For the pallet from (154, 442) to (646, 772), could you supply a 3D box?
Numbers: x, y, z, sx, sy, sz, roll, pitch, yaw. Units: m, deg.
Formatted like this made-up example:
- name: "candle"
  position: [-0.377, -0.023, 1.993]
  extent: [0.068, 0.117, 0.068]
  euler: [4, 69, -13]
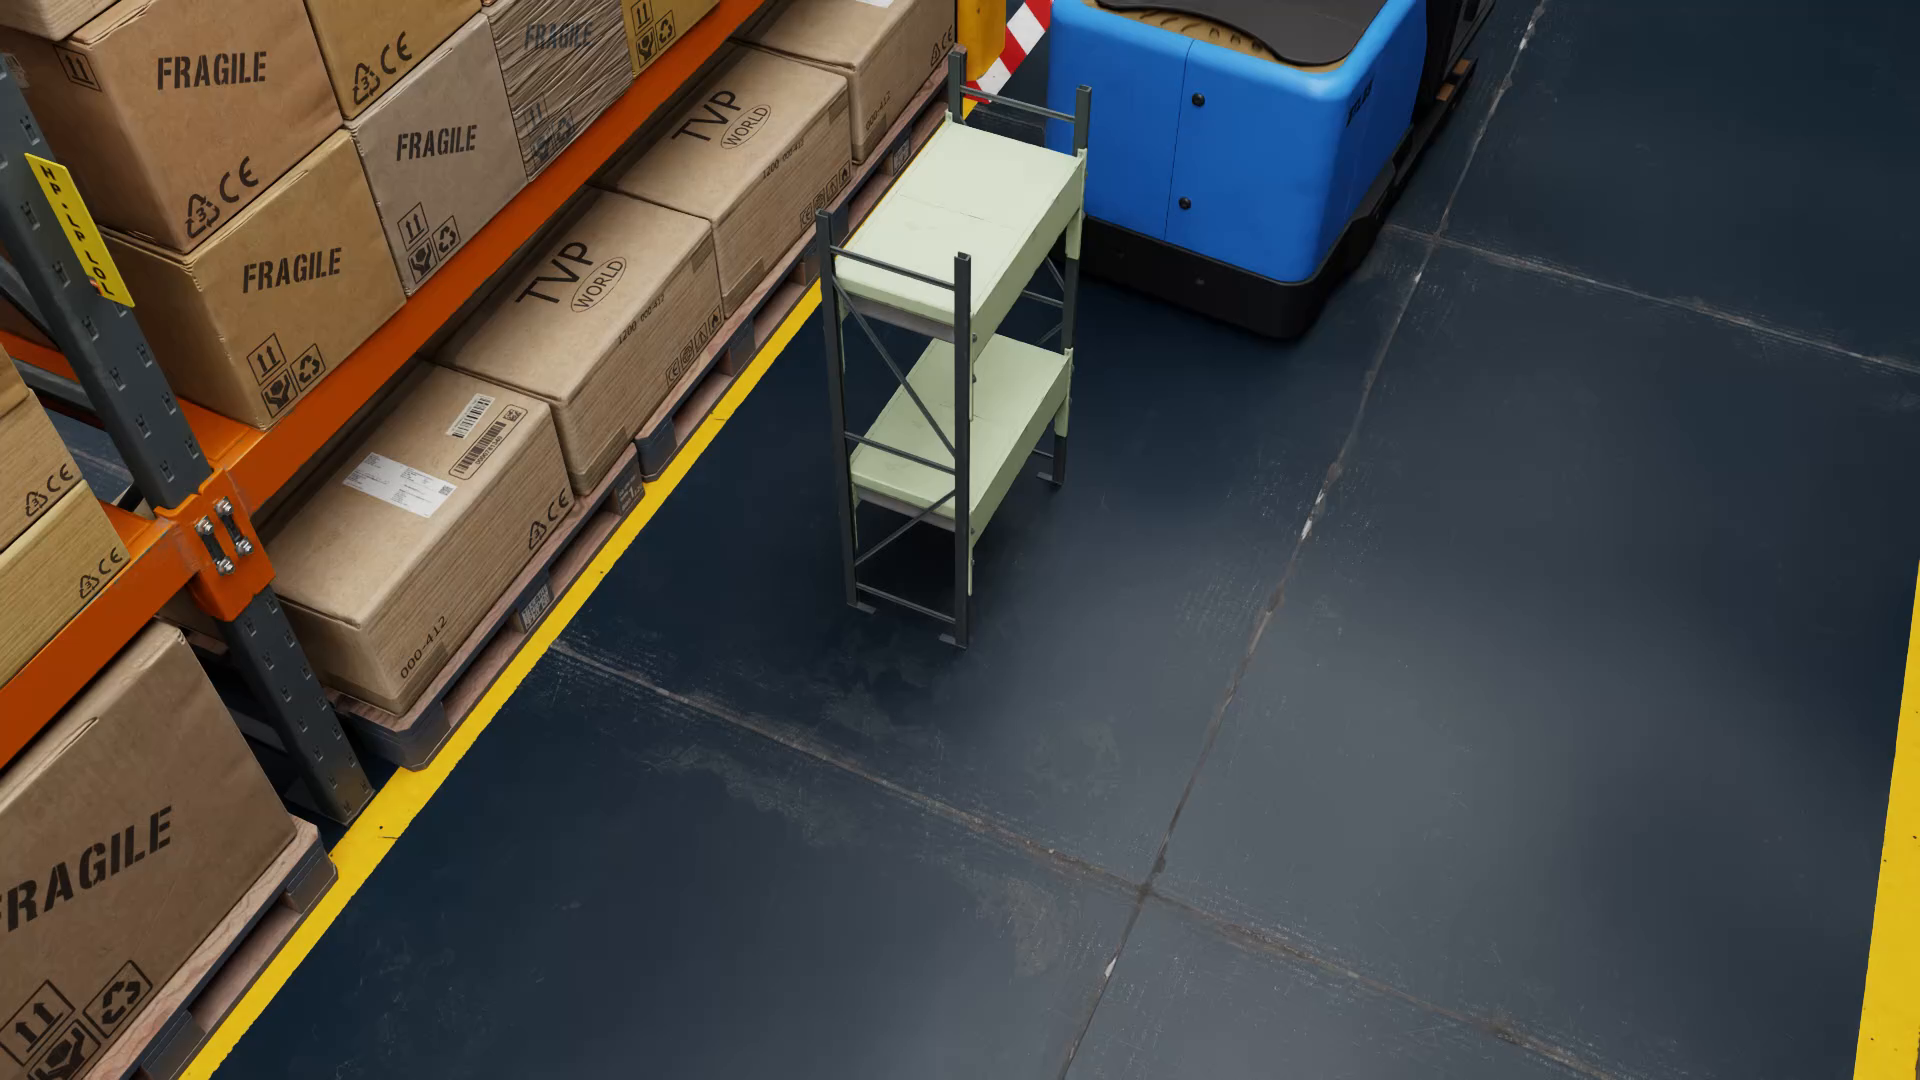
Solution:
- name: "pallet"
  position: [-1.713, 0.021, 5.093]
  extent: [1.003, 0.211, 1.213]
  euler: [20, 52, 16]

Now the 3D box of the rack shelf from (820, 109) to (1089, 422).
- name: "rack shelf"
  position: [-0.003, -0.734, 4.378]
  extent: [0.431, 0.370, 0.720]
  euler: [20, 52, 16]

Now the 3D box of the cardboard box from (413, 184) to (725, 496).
- name: "cardboard box"
  position: [-1.362, -0.704, 5.286]
  extent: [0.875, 0.438, 0.875]
  euler: [18, 52, 15]

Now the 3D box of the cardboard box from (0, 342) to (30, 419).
- name: "cardboard box"
  position: [-2.073, -0.351, 2.857]
  extent: [0.500, 0.500, 0.500]
  euler: [21, 53, 17]

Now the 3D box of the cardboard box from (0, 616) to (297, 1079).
- name: "cardboard box"
  position: [-2.301, 0.621, 3.871]
  extent: [0.875, 0.875, 0.875]
  euler: [21, 53, 17]

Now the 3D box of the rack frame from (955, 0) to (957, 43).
- name: "rack frame"
  position: [-0.400, -3.138, 5.951]
  extent: [1.000, 3.000, 0.127]
  euler: [20, 52, 16]

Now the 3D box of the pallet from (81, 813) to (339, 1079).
- name: "pallet"
  position: [-2.370, 1.075, 4.196]
  extent: [1.003, 0.211, 1.213]
  euler: [20, 52, 16]

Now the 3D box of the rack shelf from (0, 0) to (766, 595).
- name: "rack shelf"
  position: [-1.254, -1.528, 5.053]
  extent: [1.077, 0.370, 4.000]
  euler: [20, 52, 16]

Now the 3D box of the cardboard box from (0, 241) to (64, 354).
- name: "cardboard box"
  position: [-2.142, -0.819, 3.912]
  extent: [0.500, 0.500, 0.500]
  euler: [20, 53, 16]

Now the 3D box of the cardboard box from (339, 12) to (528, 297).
- name: "cardboard box"
  position: [-1.453, -1.000, 4.065]
  extent: [0.500, 0.500, 0.500]
  euler: [20, 53, 16]

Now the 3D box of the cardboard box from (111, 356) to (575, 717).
- name: "cardboard box"
  position: [-1.744, -0.087, 4.761]
  extent: [0.875, 0.438, 0.875]
  euler: [19, 52, 16]

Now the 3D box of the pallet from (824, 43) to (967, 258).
- name: "pallet"
  position: [-0.671, -1.659, 6.523]
  extent: [1.003, 0.211, 1.213]
  euler: [20, 52, 16]

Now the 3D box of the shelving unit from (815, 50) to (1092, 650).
- name: "shelving unit"
  position: [-0.003, -0.481, 4.675]
  extent: [0.431, 1.500, 0.755]
  euler: [20, 52, 16]

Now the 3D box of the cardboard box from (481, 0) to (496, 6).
- name: "cardboard box"
  position: [-1.236, -1.684, 3.992]
  extent: [0.500, 0.500, 0.500]
  euler: [21, 53, 17]

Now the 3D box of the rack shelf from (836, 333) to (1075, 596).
- name: "rack shelf"
  position: [-0.003, -0.270, 4.923]
  extent: [0.431, 0.370, 0.720]
  euler: [20, 52, 16]

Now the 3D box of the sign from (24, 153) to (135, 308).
- name: "sign"
  position: [-1.614, -0.564, 3.052]
  extent: [0.100, 0.325, 0.005]
  euler: [20, 52, 16]

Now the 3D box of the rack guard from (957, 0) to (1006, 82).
- name: "rack guard"
  position: [-0.390, -2.345, 6.917]
  extent: [1.175, 0.500, 0.348]
  euler: [20, 52, 16]

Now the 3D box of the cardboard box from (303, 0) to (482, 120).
- name: "cardboard box"
  position: [-1.465, -1.335, 3.695]
  extent: [0.500, 0.500, 0.500]
  euler: [19, 52, 16]

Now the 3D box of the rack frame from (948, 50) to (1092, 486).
- name: "rack frame"
  position: [0.154, -0.733, 4.889]
  extent: [0.400, 1.500, 0.023]
  euler: [20, 52, 16]

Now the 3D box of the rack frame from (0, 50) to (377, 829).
- name: "rack frame"
  position: [-2.109, -0.384, 3.607]
  extent: [1.000, 3.000, 0.127]
  euler: [20, 52, 16]

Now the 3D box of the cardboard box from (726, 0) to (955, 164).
- name: "cardboard box"
  position: [-0.591, -1.957, 6.352]
  extent: [0.875, 0.438, 0.875]
  euler: [18, 52, 15]

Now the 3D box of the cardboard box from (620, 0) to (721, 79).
- name: "cardboard box"
  position: [-1.014, -1.695, 4.657]
  extent: [0.500, 0.500, 0.500]
  euler: [21, 53, 17]

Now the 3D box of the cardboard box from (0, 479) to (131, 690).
- name: "cardboard box"
  position: [-2.072, 0.055, 3.332]
  extent: [0.500, 0.250, 0.500]
  euler: [19, 52, 15]

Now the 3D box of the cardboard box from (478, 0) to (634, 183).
- name: "cardboard box"
  position: [-1.235, -1.340, 4.355]
  extent: [0.500, 0.500, 0.500]
  euler: [20, 53, 16]

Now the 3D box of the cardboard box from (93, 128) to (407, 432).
- name: "cardboard box"
  position: [-1.672, -0.654, 3.772]
  extent: [0.500, 0.500, 0.500]
  euler: [21, 53, 17]

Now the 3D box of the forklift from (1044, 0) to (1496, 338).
- name: "forklift"
  position: [1.437, -2.772, 5.684]
  extent: [1.130, 2.935, 3.031]
  euler: [23, 53, 18]

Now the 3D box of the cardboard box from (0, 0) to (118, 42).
- name: "cardboard box"
  position: [-1.739, -1.084, 3.054]
  extent: [0.380, 0.149, 0.250]
  euler: [19, 52, 16]

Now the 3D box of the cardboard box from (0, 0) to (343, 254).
- name: "cardboard box"
  position: [-1.686, -0.990, 3.400]
  extent: [0.500, 0.500, 0.500]
  euler: [20, 53, 16]

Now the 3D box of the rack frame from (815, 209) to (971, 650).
- name: "rack frame"
  position: [-0.159, -0.229, 4.460]
  extent: [0.400, 1.500, 0.023]
  euler: [20, 52, 16]

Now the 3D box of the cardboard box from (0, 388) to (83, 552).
- name: "cardboard box"
  position: [-2.077, -0.115, 3.148]
  extent: [0.500, 0.250, 0.500]
  euler: [20, 52, 16]

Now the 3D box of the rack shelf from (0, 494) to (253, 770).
- name: "rack shelf"
  position: [-2.963, 1.226, 2.709]
  extent: [1.077, 0.370, 4.000]
  euler: [20, 52, 16]

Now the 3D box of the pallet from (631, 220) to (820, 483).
- name: "pallet"
  position: [-1.193, -0.822, 5.811]
  extent: [1.003, 0.211, 1.213]
  euler: [20, 52, 16]

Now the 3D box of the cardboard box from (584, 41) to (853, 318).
- name: "cardboard box"
  position: [-0.975, -1.324, 5.814]
  extent: [0.875, 0.438, 0.875]
  euler: [21, 53, 17]
